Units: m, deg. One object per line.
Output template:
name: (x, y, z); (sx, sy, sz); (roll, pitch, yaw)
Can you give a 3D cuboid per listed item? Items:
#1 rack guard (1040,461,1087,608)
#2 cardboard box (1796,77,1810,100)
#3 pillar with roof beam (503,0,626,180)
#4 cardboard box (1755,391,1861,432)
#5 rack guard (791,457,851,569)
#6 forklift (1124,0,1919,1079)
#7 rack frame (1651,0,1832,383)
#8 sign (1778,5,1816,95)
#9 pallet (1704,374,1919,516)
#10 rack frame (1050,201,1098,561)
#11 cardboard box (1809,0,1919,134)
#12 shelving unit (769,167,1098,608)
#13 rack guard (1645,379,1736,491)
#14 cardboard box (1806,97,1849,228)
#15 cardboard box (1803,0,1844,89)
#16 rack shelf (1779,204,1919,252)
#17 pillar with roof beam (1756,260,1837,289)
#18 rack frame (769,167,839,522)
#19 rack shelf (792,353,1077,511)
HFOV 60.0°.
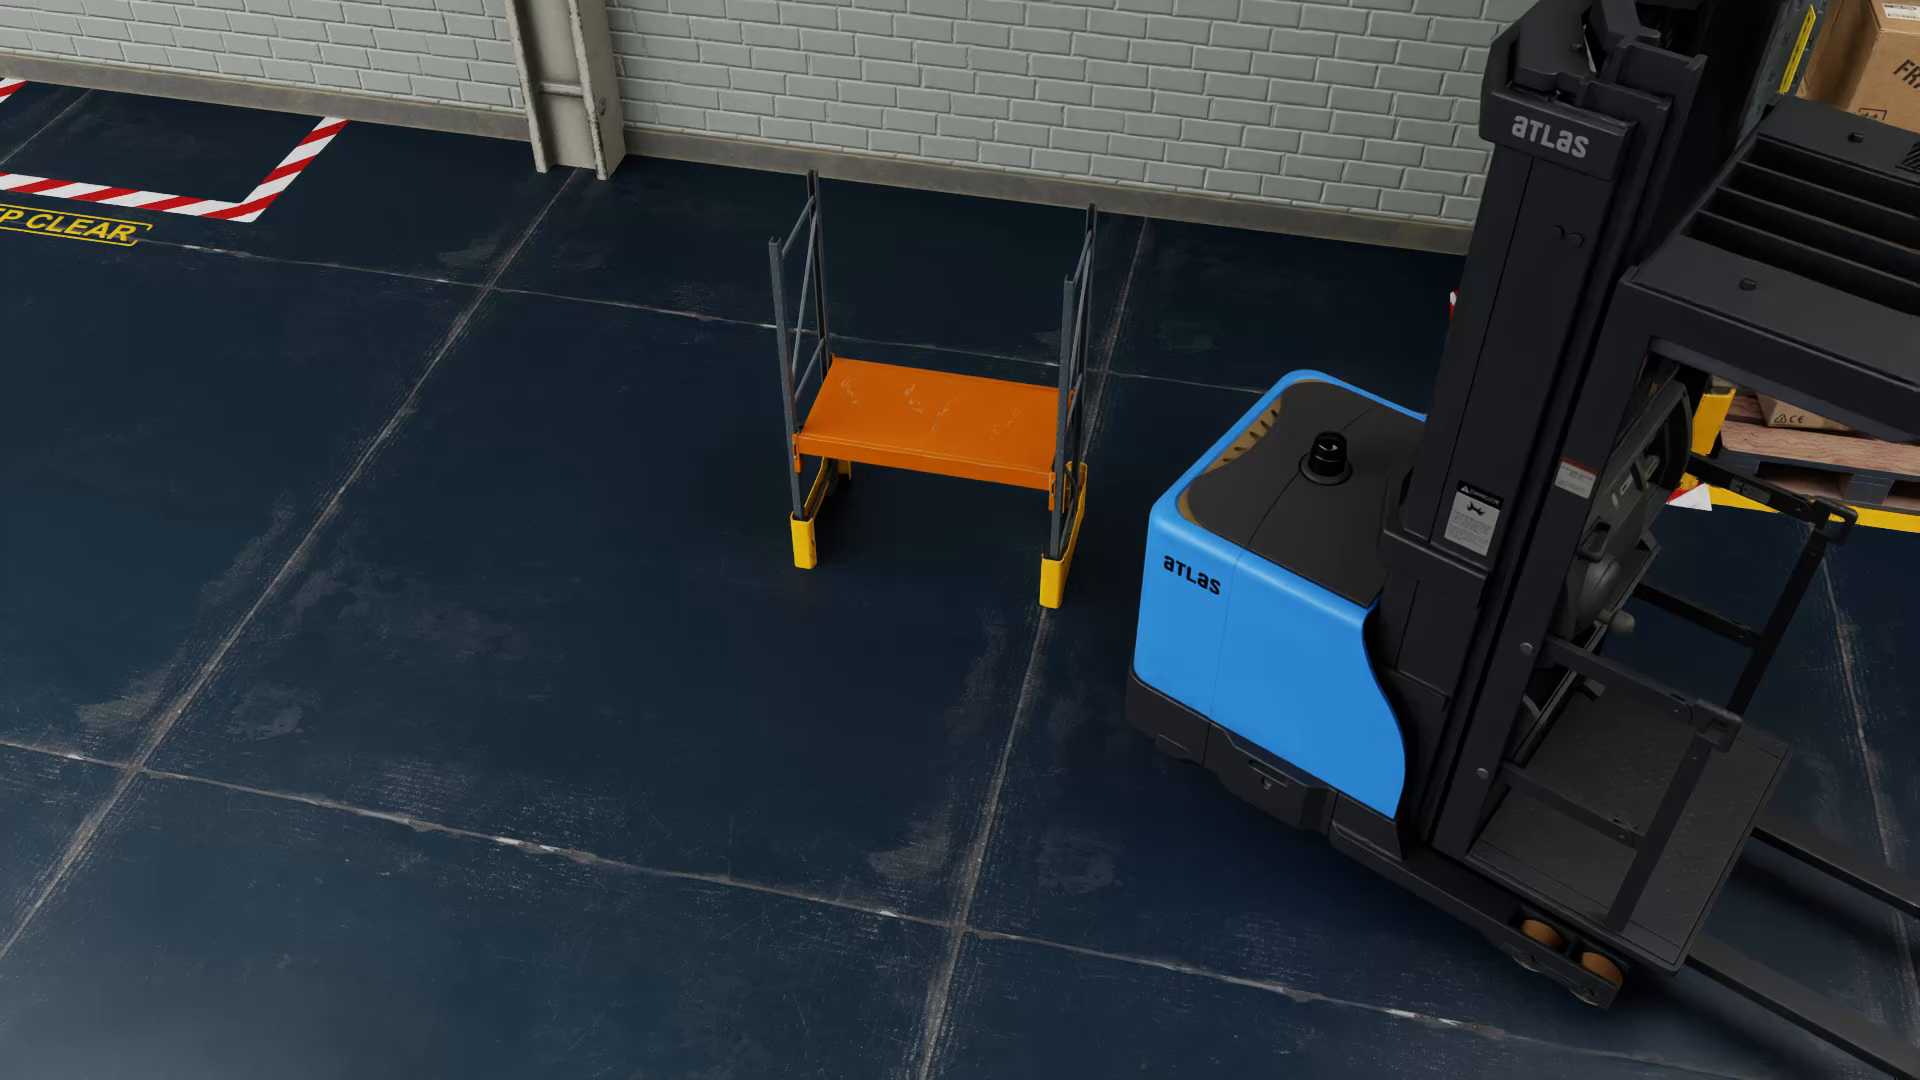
rack guard: (0.412, -0.026, 6.597); (0.087, 0.250, 0.587); (9, 45, 9)
cardboard box: (3.475, -1.725, 6.473); (0.500, 0.250, 0.500); (9, 45, 10)
pillar with roof beam: (-2.947, -2.347, 2.700); (0.400, 9.000, 9.100); (9, 45, 9)
cardboard box: (3.632, -0.736, 6.973); (0.500, 0.311, 0.500); (4, 44, 4)
rack guard: (-0.560, -0.177, 6.754); (0.087, 0.250, 0.587); (9, 45, 9)
forklift: (2.070, -0.018, 4.655); (3.031, 2.935, 1.130); (28, 51, 26)
rack frame: (2.976, -1.711, 6.365); (0.127, 3.000, 1.000); (9, 45, 9)
sign: (2.858, -1.656, 5.683); (0.005, 0.325, 0.100); (9, 45, 9)
pallet: (3.836, -0.548, 7.168); (1.213, 0.211, 1.003); (9, 45, 9)
rack frame: (0.413, -0.476, 6.163); (0.032, 1.500, 0.500); (9, 45, 9)
cardboard box: (3.377, -1.659, 5.864); (0.500, 0.500, 0.500); (9, 45, 9)
shelving unit: (-0.074, -0.552, 6.242); (1.083, 1.500, 0.587); (9, 45, 9)
rack guard: (3.050, -0.799, 7.220); (0.348, 0.500, 1.175); (9, 45, 9)
cardboard box: (3.383, -1.376, 6.110); (0.500, 0.250, 0.500); (8, 44, 8)
cardboard box: (3.483, -2.007, 6.225); (0.500, 0.500, 0.500); (8, 45, 9)
rack shelf: (4.928, -1.149, 6.300); (4.000, 0.370, 1.077); (9, 45, 9)
pillar with roof beam: (2.908, -1.439, 1.756); (0.400, 9.000, 9.100); (9, 45, 9)
rack frame: (-0.579, -0.630, 6.323); (0.032, 1.500, 0.500); (9, 45, 9)
rack shelf: (-0.083, -0.424, 6.368); (1.000, 0.185, 0.538); (9, 45, 9)
